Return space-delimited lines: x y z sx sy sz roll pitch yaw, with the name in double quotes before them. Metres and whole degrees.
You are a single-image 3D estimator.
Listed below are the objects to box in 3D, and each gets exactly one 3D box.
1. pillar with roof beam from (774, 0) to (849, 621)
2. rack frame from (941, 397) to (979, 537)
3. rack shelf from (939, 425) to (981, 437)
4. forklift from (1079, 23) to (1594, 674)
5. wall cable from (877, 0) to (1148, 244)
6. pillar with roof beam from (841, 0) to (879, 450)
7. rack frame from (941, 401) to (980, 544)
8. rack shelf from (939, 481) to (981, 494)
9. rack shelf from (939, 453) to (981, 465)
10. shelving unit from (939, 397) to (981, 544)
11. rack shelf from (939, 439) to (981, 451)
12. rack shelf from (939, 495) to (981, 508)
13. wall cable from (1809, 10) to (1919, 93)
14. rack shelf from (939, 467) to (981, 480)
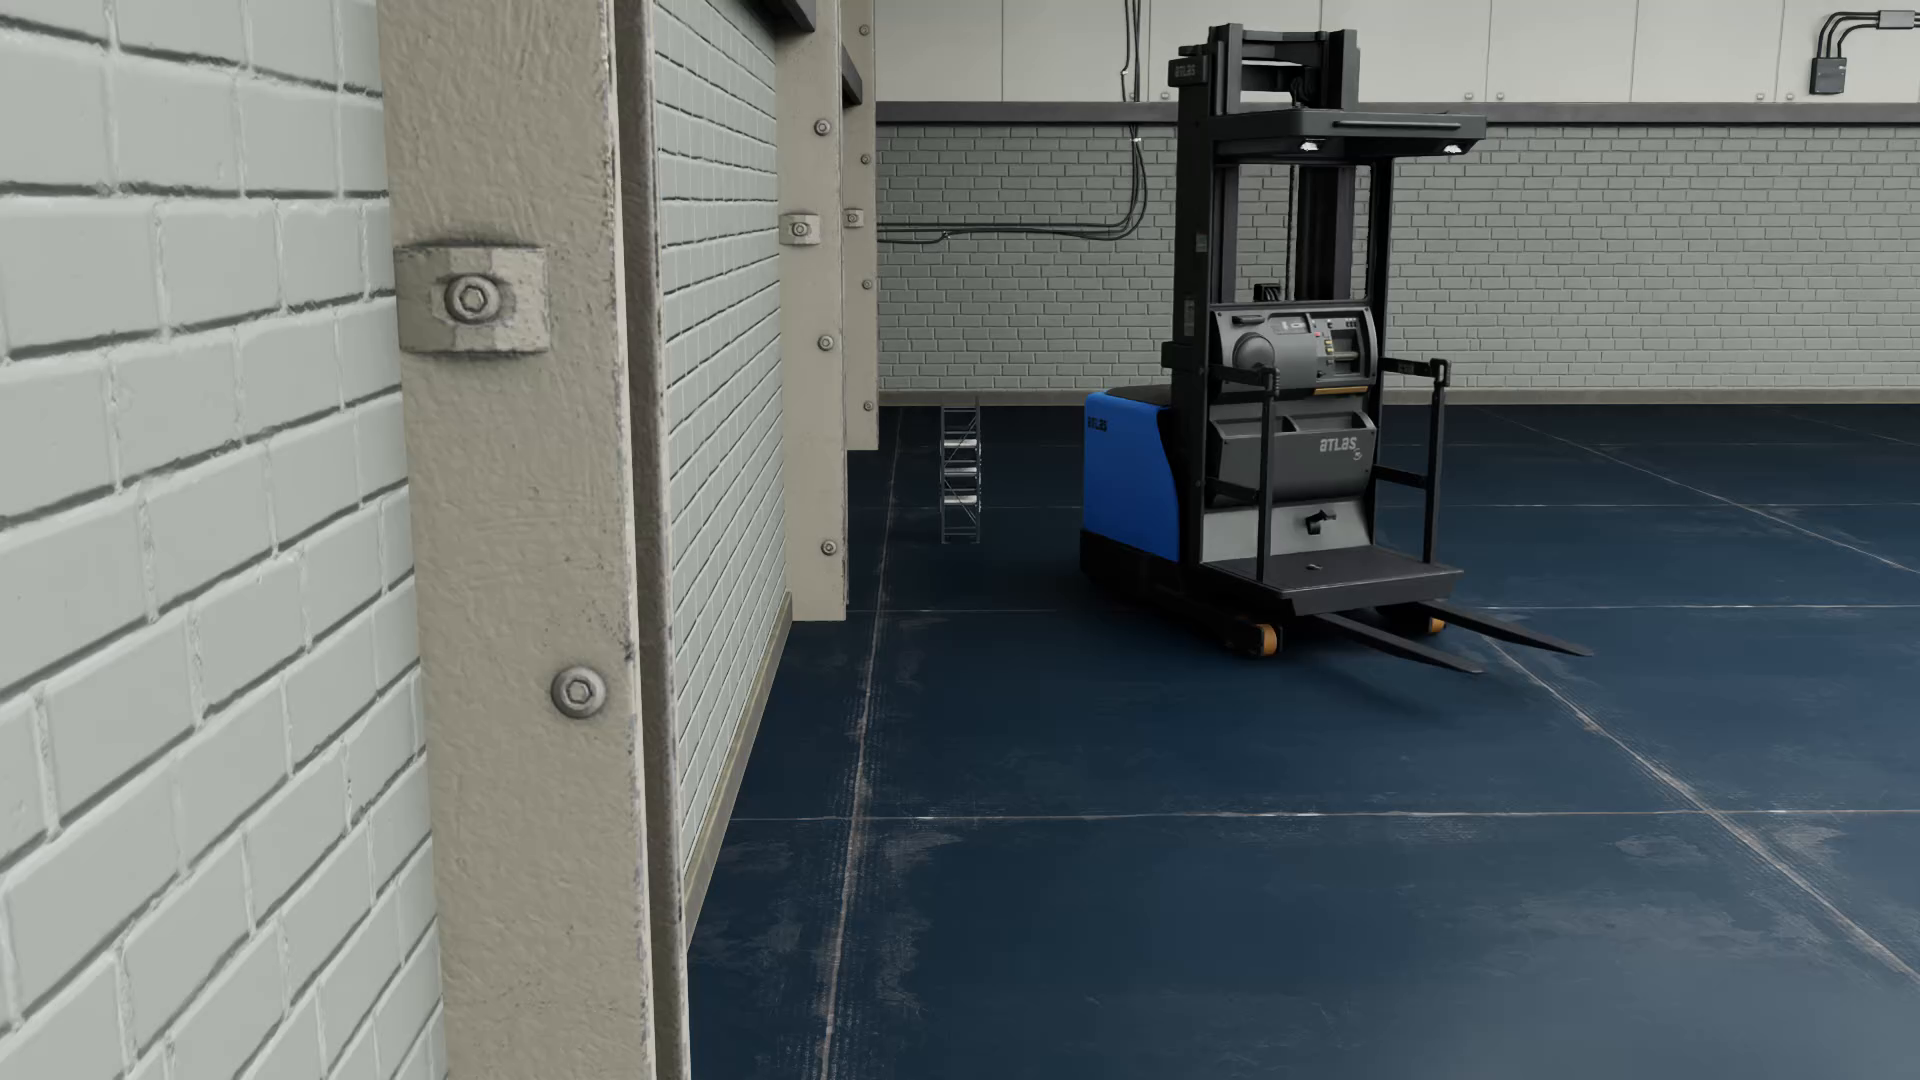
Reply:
"pillar with roof beam" 3.558 -4.054 7.911 9.100 9.000 0.400 0 11 -1
"rack frame" -0.002 -0.460 10.561 0.240 0.900 0.006 0 11 -1
"rack shelf" 0.000 -0.671 10.415 0.258 0.077 0.200 0 11 -1
"forklift" 1.753 -0.979 8.012 1.130 2.935 3.031 -5 13 -24
"wall cable" 0.391 -4.299 16.925 3.097 2.526 0.112 0 11 -1
"pillar with roof beam" 3.434 -5.247 13.790 9.100 9.000 0.400 0 11 -1
"rack frame" 0.002 -0.419 10.362 0.240 0.900 0.006 0 11 -1
"rack shelf" 0.000 -0.319 10.486 0.258 0.077 0.200 0 11 -1
"rack shelf" 0.000 -0.495 10.450 0.258 0.077 0.200 0 11 -1
"shelving unit" 0.000 -0.439 10.462 0.258 0.900 0.210 0 11 -1
"rack shelf" 0.000 -0.583 10.433 0.258 0.077 0.200 0 11 -1
"rack shelf" 0.000 -0.230 10.504 0.258 0.077 0.200 0 11 -1
"wall cable" 9.883 -7.523 16.455 2.305 6.003 0.169 0 11 -1
"rack shelf" 0.000 -0.407 10.468 0.258 0.077 0.200 0 11 -1
